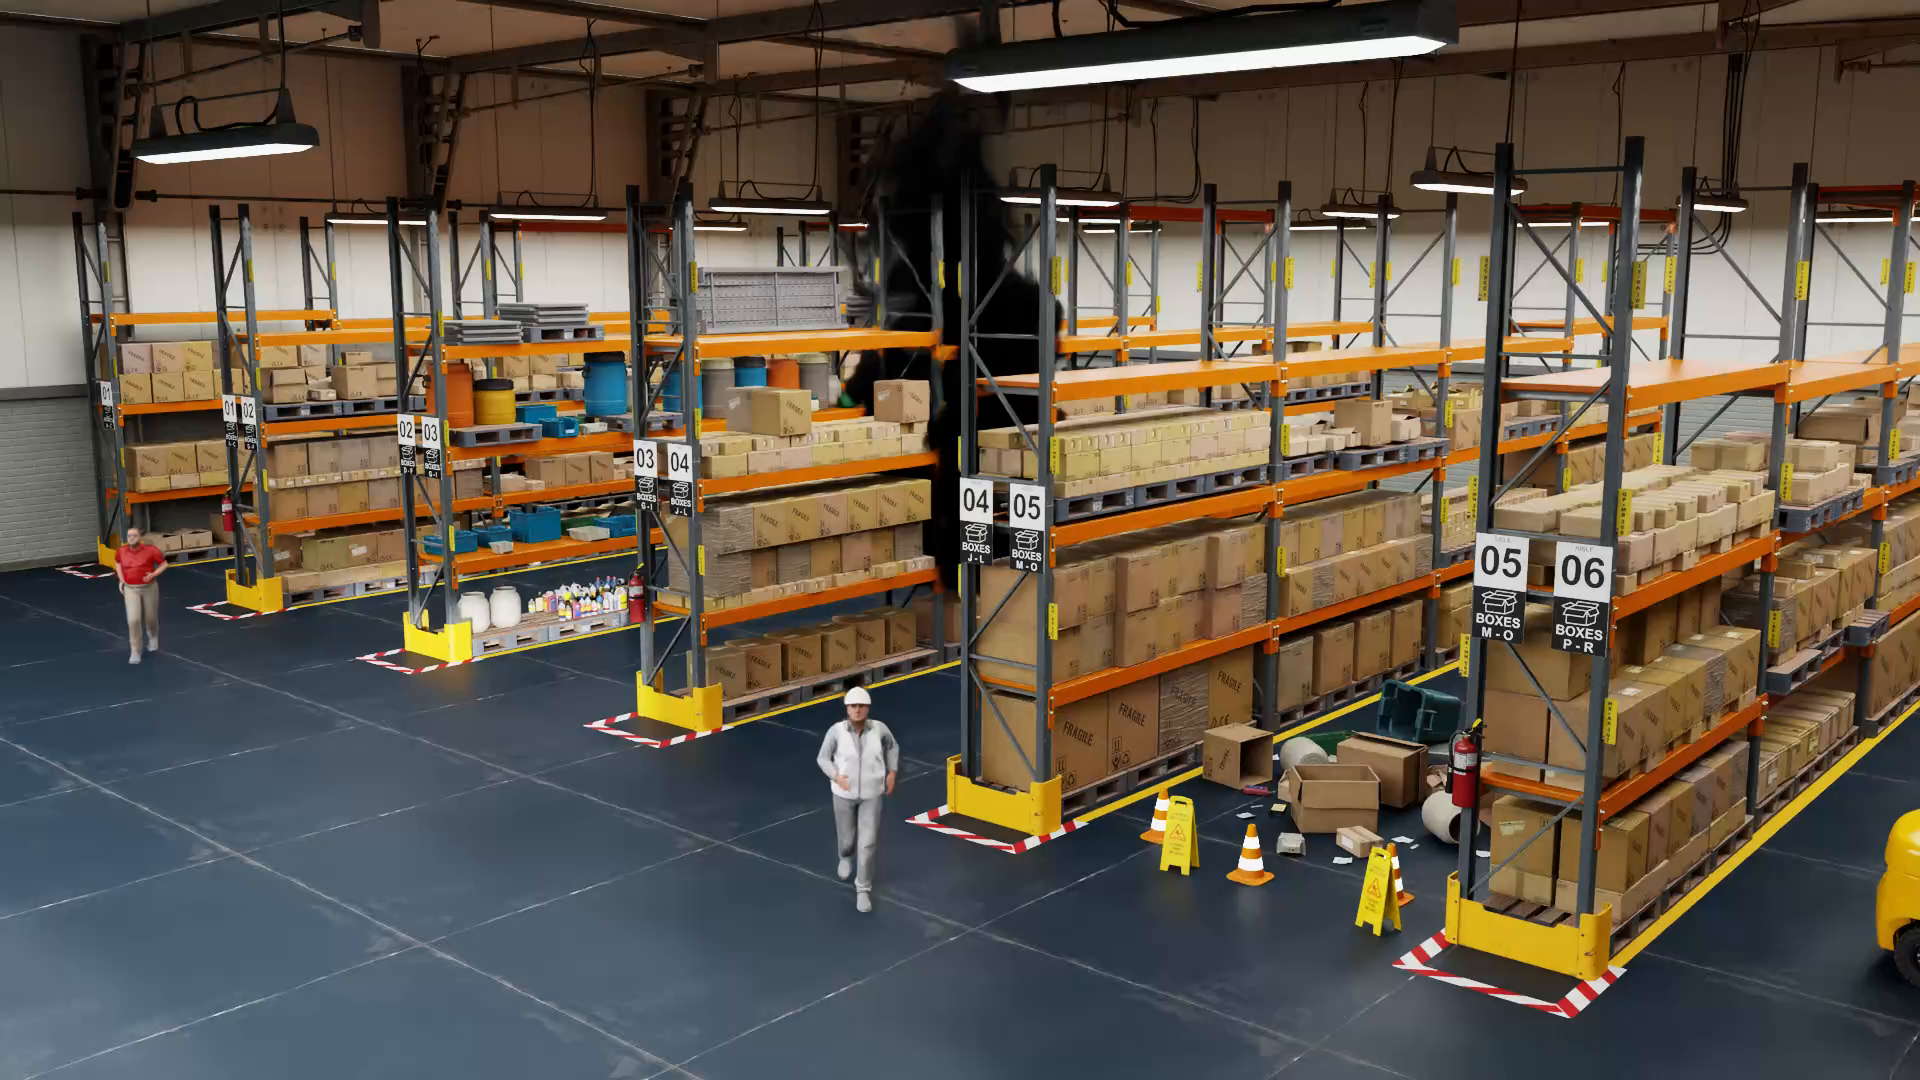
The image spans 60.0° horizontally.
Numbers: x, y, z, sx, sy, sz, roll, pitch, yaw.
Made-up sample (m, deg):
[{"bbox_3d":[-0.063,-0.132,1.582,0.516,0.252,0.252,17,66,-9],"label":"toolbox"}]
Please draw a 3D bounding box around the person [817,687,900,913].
[{"bbox_3d":[-0.824,2.062,13.605,0.683,1.781,0.819,-1,10,-6],"label":"person"}]

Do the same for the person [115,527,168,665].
[{"bbox_3d":[-10.757,0.694,21.905,0.655,1.773,0.854,-3,10,-19],"label":"person"}]
